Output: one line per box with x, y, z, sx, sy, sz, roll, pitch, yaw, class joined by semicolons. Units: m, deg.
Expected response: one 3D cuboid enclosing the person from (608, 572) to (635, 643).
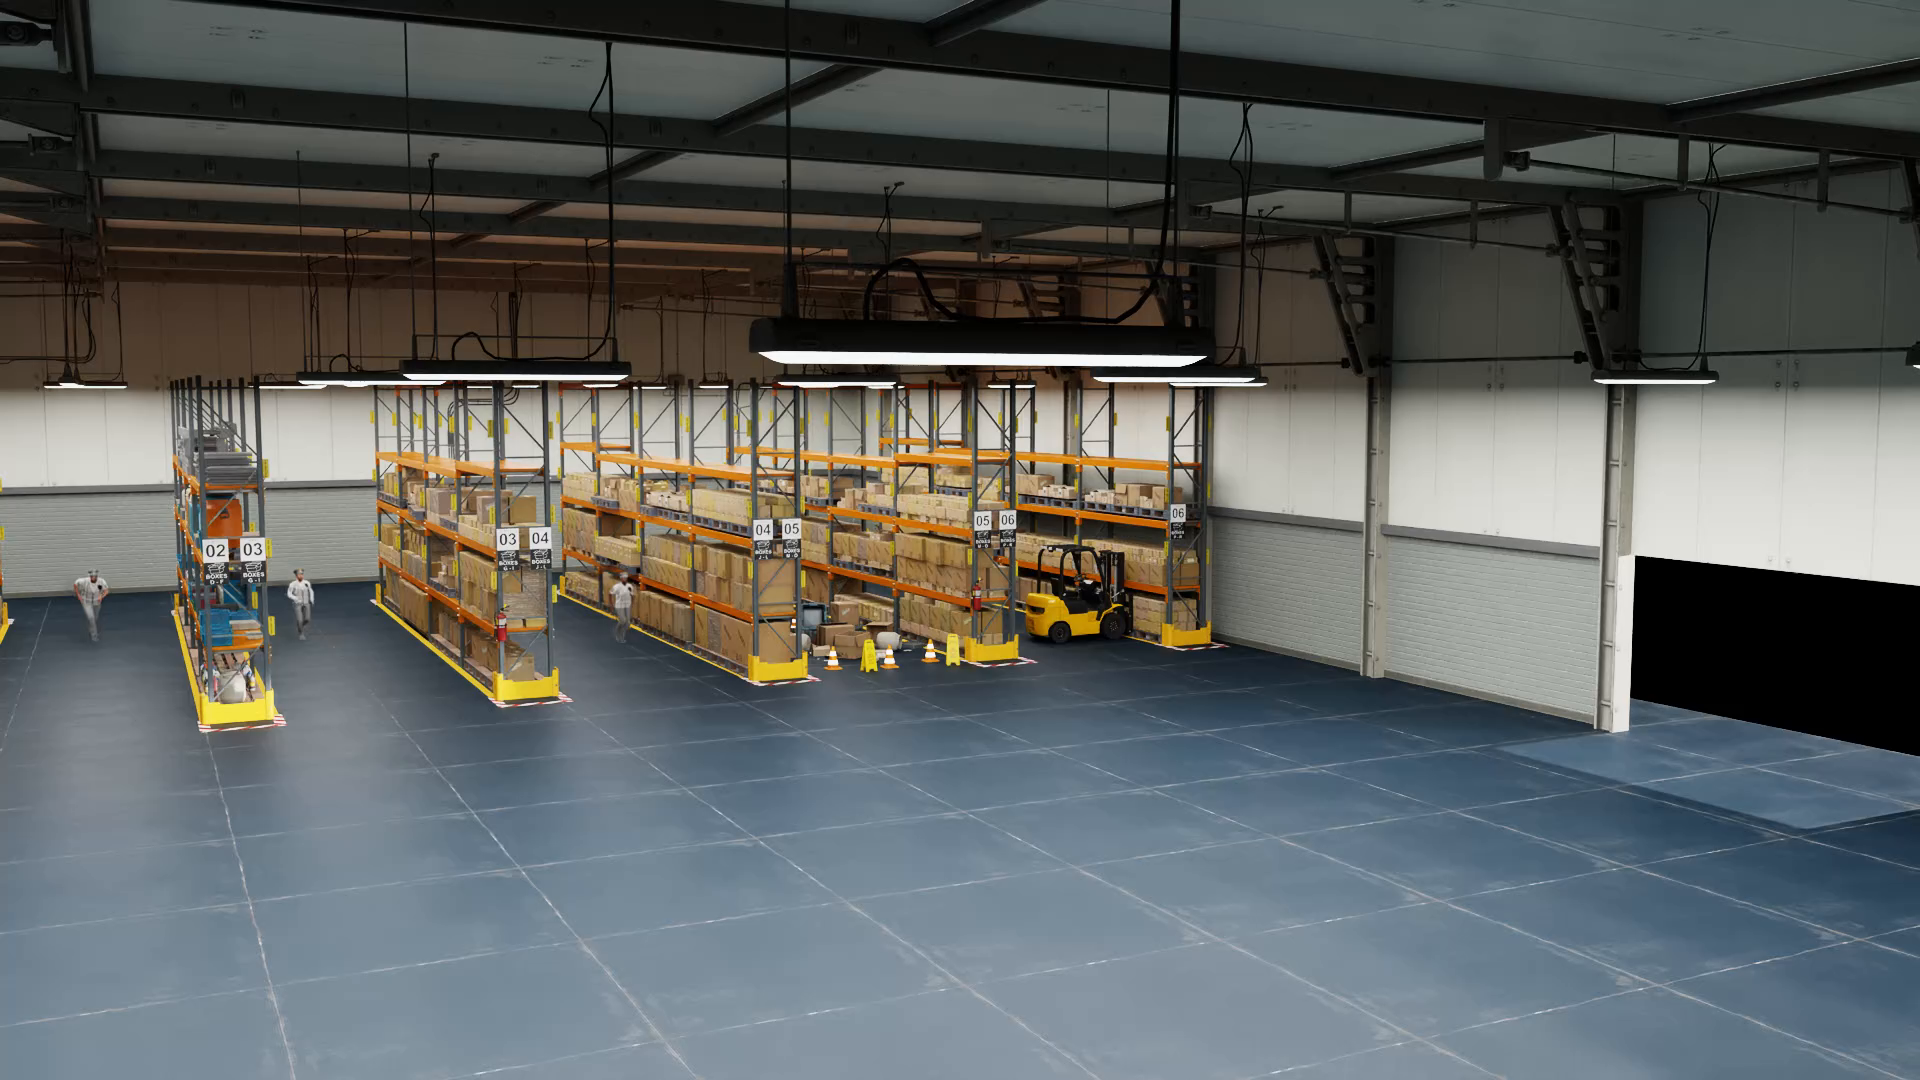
-7.636;1.535;37.764;0.558;1.640;0.657;-4;6;-35;person

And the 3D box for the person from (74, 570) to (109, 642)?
-20.069;1.506;38.428;0.705;1.717;1.018;-3;6;-34;person

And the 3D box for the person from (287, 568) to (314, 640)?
-15.240;1.483;38.503;0.611;1.658;0.516;-4;6;-35;person
